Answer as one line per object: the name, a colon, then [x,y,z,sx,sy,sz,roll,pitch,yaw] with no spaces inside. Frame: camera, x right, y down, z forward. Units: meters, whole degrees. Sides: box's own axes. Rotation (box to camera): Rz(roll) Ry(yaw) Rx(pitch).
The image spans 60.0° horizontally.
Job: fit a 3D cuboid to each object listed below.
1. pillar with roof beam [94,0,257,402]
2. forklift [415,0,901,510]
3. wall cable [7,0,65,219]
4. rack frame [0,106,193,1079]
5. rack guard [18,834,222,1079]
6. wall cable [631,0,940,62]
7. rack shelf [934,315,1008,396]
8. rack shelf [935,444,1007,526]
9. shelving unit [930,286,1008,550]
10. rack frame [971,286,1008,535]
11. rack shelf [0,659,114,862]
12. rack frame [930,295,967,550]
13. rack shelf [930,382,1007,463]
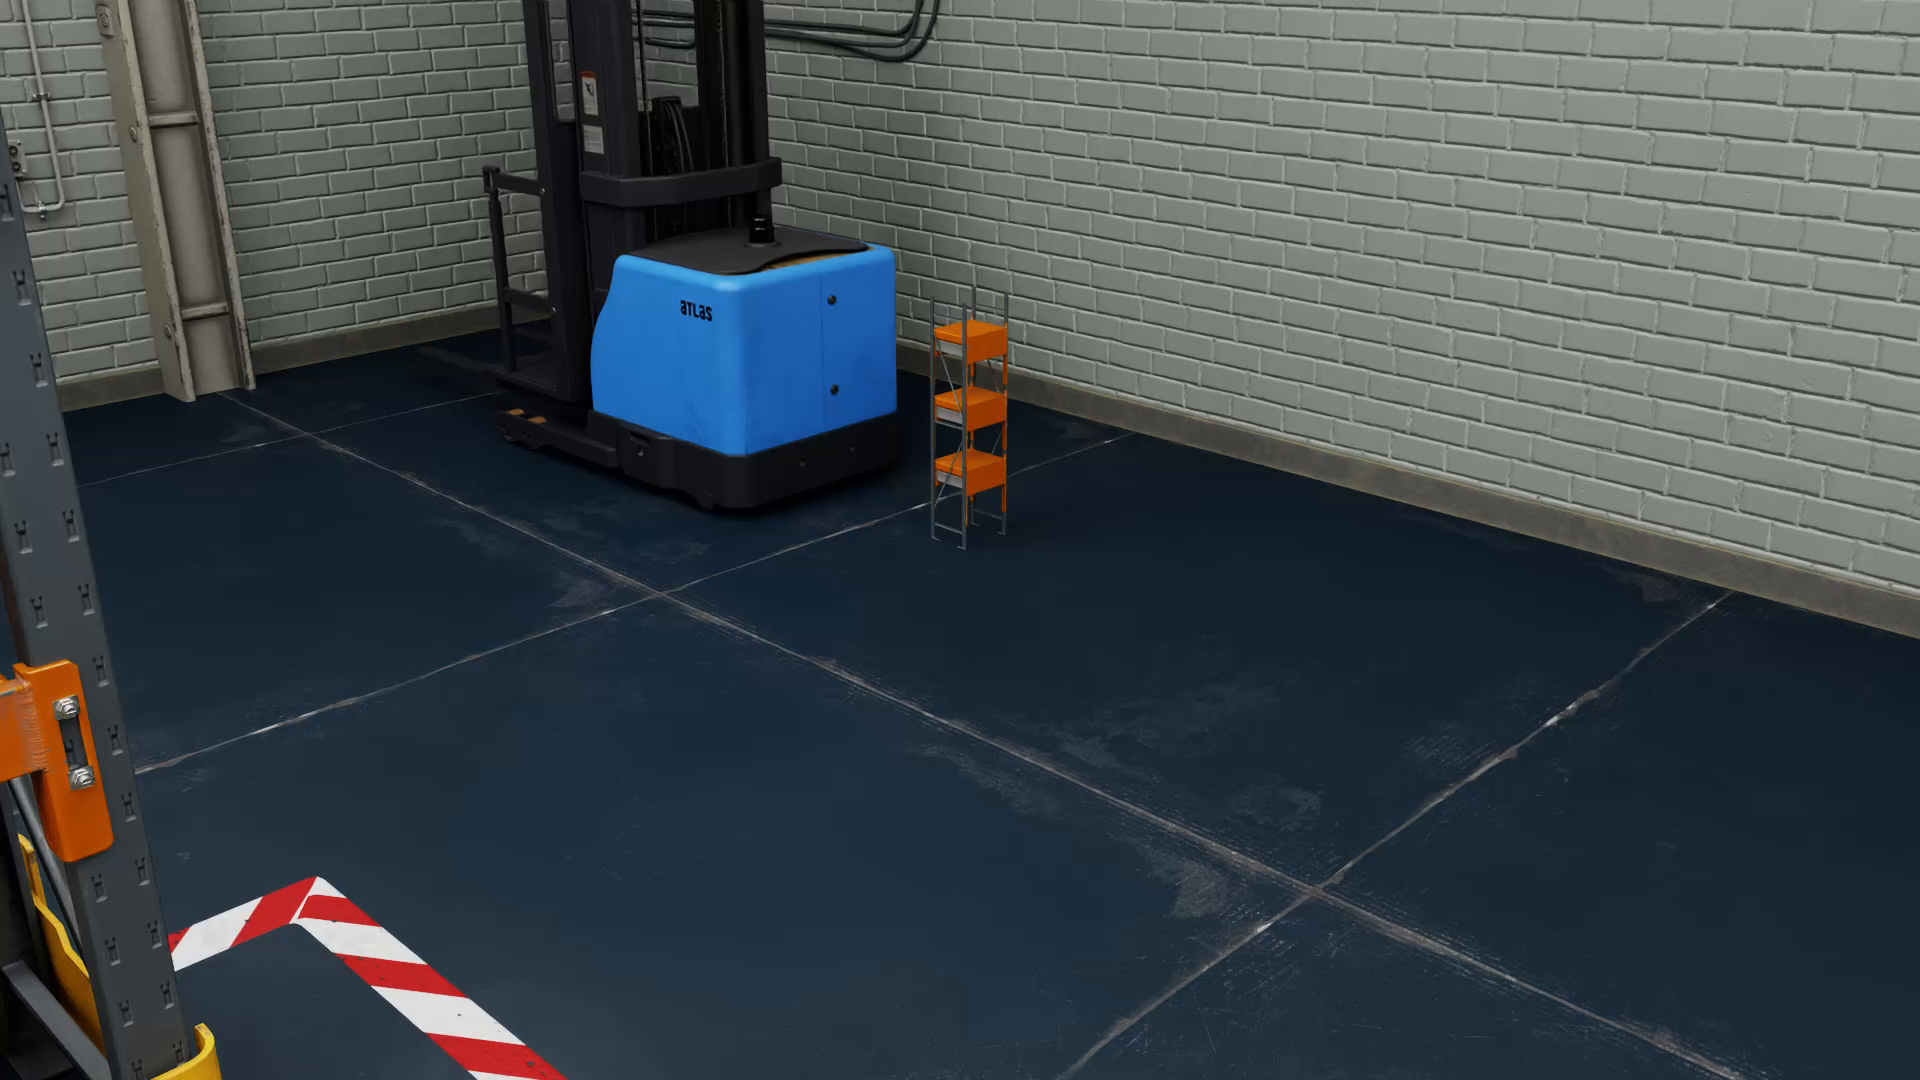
pillar with roof beam: [-1.085,-3.959,4.833,9.100,9.000,0.400,19,28,41]
forklift: [-1.692,-1.931,8.014,3.031,2.935,1.130,19,28,40]
wall cable: [-5.218,-2.366,7.633,0.084,1.984,1.851,19,28,41]
rack frame: [-1.882,-0.087,3.120,1.000,3.000,0.127,19,28,41]
rack guard: [-1.935,1.099,3.518,1.175,0.500,0.348,19,28,41]
wall cable: [-1.232,-4.041,9.374,3.097,2.526,0.112,19,28,41]
rack shelf: [0.037,-0.759,6.824,0.215,0.259,0.240,19,28,41]
rack shelf: [0.037,-0.234,7.026,0.215,0.259,0.240,19,28,41]
shelving unit: [0.037,-0.504,6.922,0.215,1.050,0.252,19,28,41]
rack frame: [0.122,-0.535,7.004,0.200,1.050,0.008,19,28,41]
rack shelf: [-3.277,0.763,1.911,1.077,0.370,4.000,19,28,41]
rack frame: [-0.048,-0.472,6.840,0.200,1.050,0.008,19,28,41]
rack shelf: [0.037,-0.494,6.926,0.215,0.259,0.240,19,28,41]
